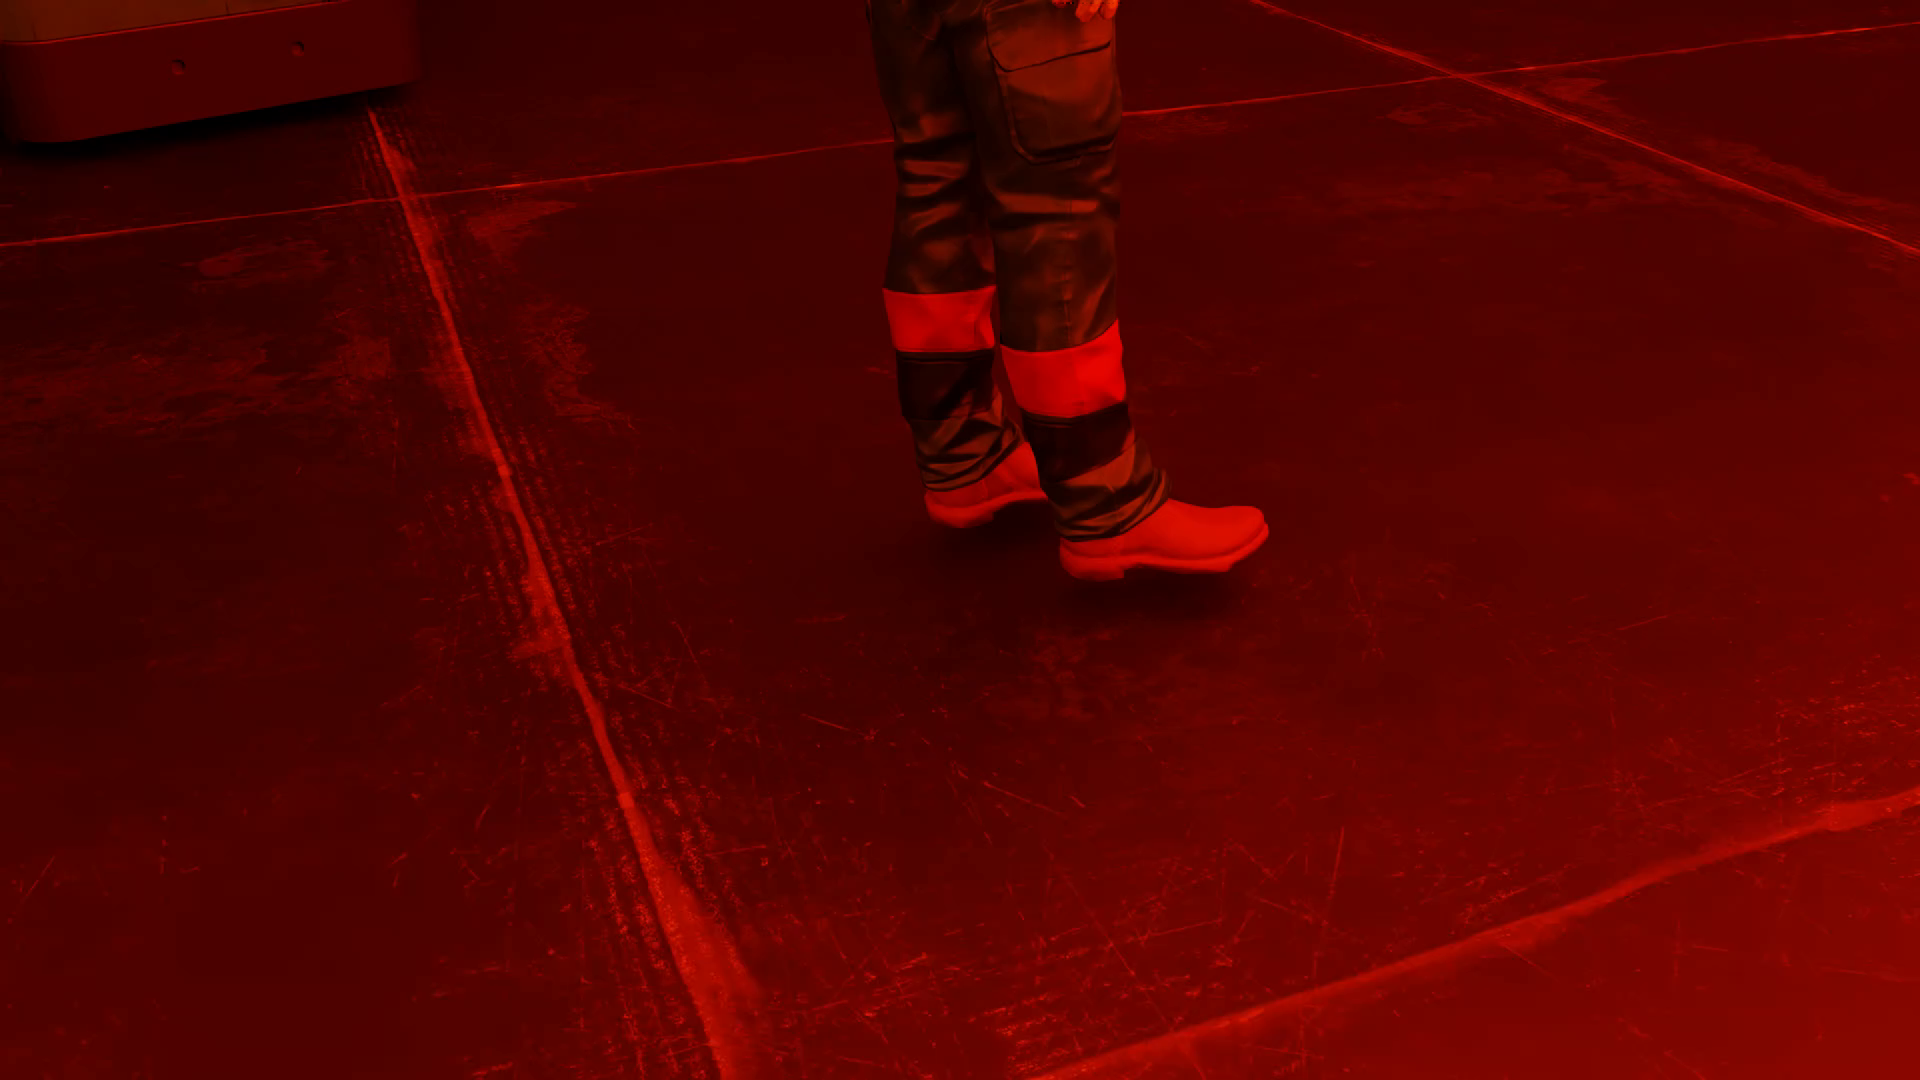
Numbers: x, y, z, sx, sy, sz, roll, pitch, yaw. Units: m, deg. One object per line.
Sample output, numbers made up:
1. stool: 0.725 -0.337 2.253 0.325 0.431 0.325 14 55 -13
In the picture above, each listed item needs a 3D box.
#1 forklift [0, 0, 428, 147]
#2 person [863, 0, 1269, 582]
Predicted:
1. forklift: -2.806 -2.896 4.624 1.130 2.935 3.031 -22 37 -34
2. person: 0.079 -0.829 2.052 0.561 1.789 0.638 -11 32 -19
